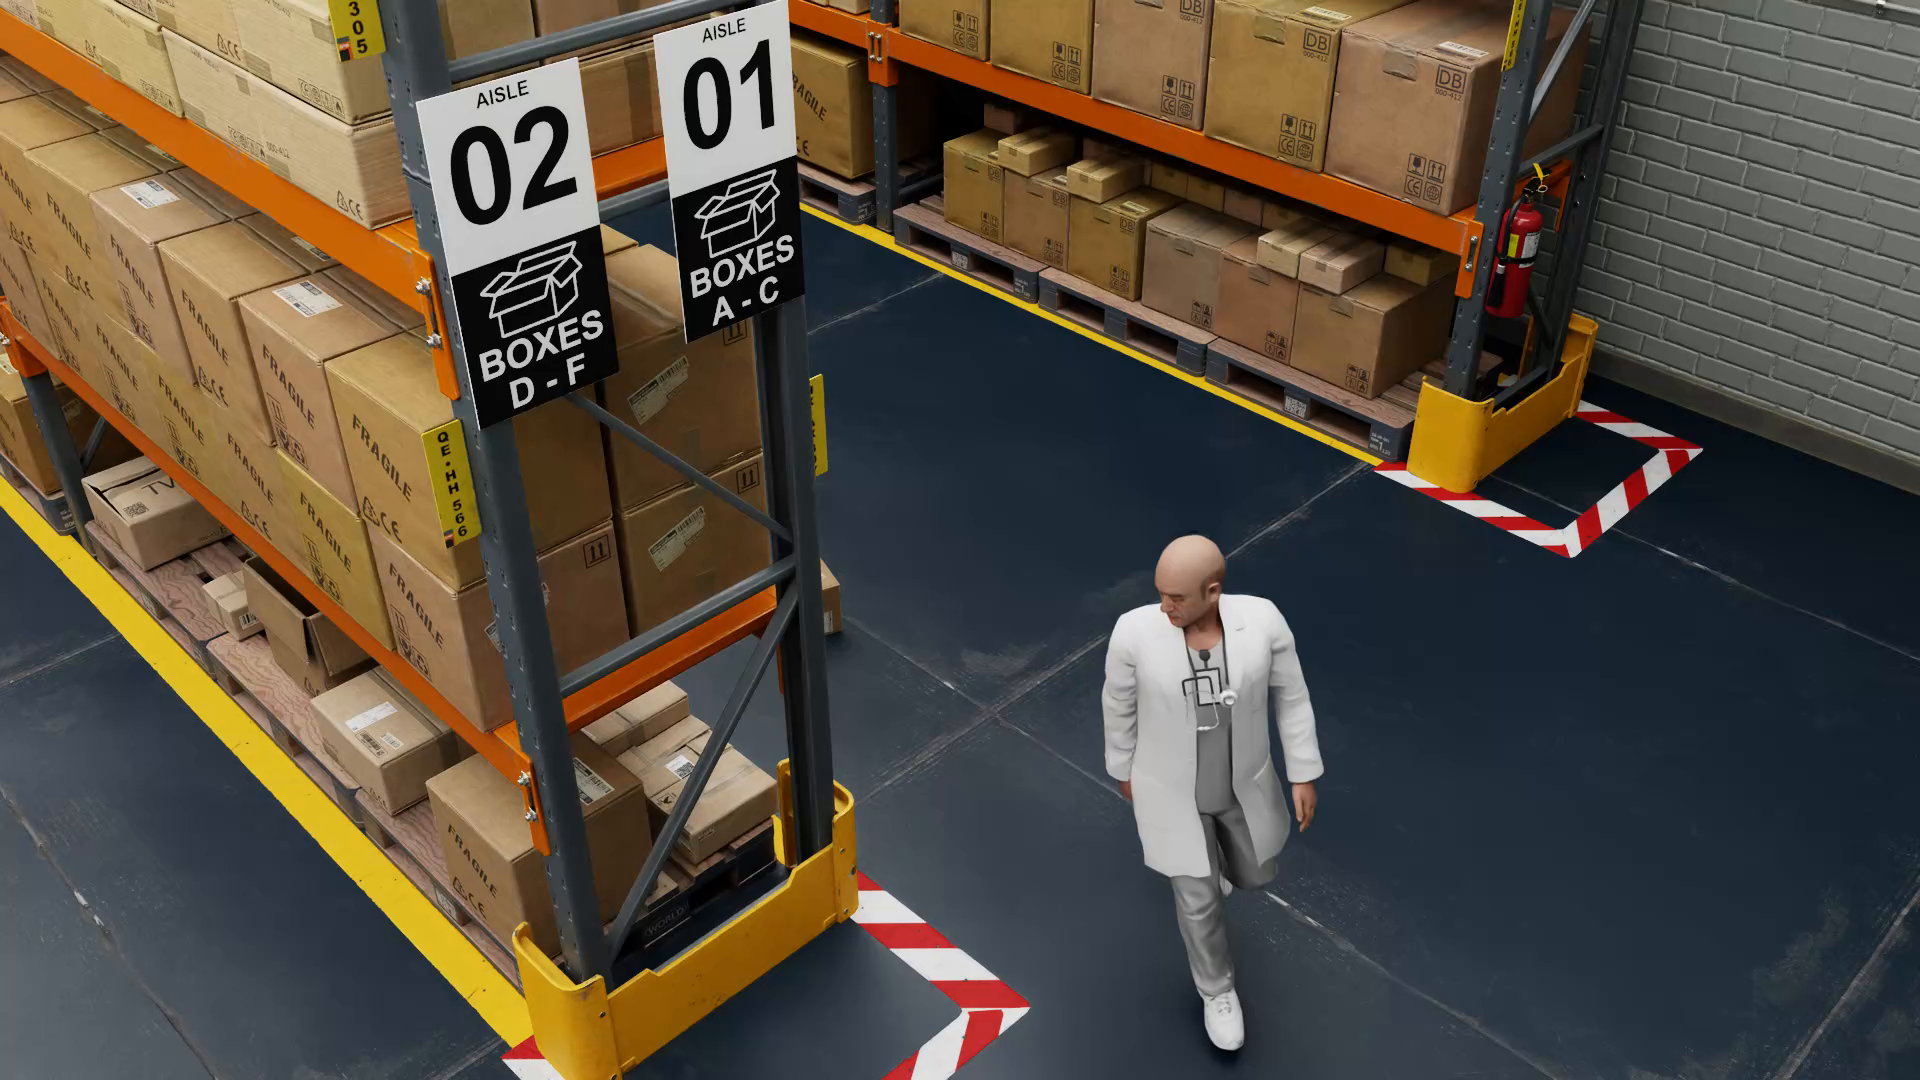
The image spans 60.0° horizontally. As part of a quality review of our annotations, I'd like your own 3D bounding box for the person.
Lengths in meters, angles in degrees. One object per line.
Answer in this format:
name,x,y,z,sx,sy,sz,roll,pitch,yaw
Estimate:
person,0.762,0.710,5.119,0.651,1.748,0.815,-5,35,-7
